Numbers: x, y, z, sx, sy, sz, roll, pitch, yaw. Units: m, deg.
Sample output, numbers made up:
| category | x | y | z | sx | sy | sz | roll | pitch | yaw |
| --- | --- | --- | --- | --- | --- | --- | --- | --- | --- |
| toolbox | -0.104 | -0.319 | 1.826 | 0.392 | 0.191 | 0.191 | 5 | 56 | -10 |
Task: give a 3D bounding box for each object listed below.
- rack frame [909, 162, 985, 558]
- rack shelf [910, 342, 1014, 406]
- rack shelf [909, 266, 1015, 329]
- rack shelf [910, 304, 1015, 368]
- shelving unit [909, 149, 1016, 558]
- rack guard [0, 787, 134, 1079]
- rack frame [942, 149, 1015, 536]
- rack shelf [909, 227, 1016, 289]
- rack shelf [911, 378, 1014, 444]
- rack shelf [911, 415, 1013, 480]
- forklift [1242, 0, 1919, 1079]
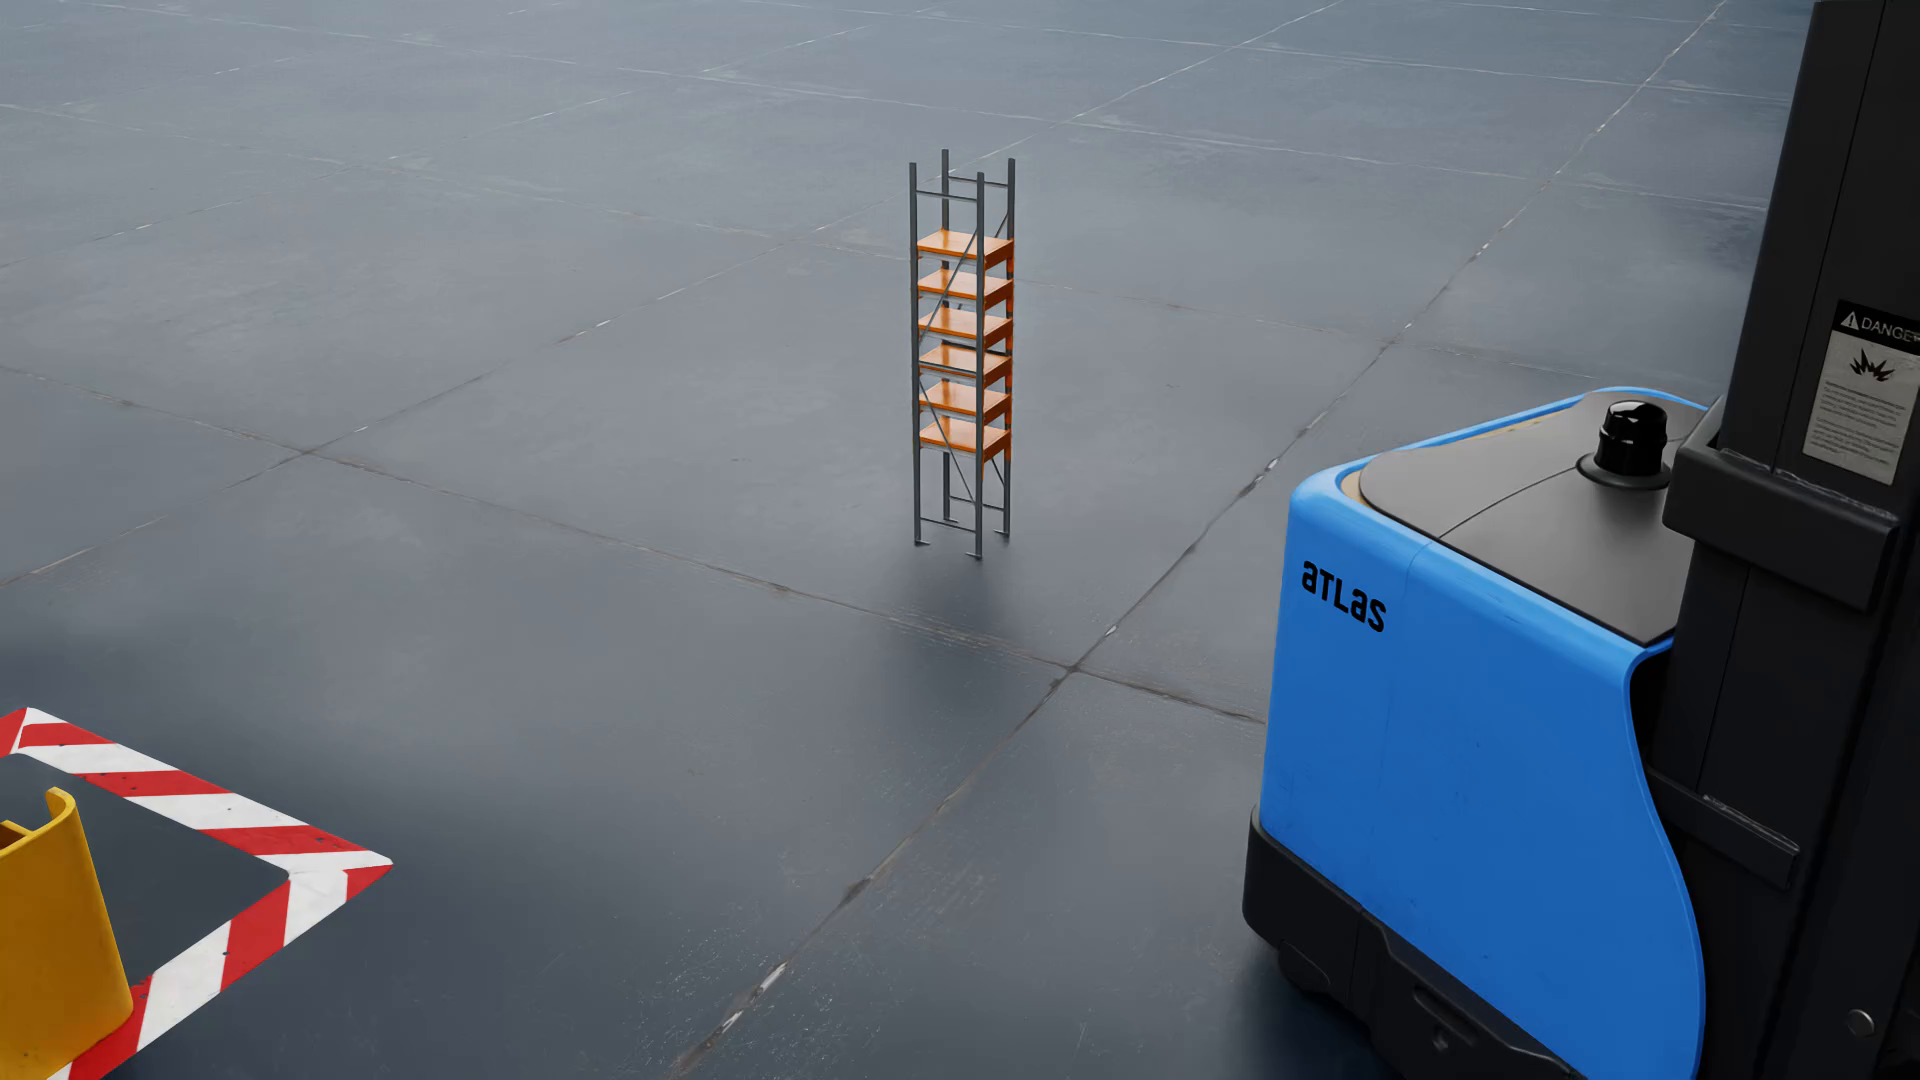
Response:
| category | x | y | z | sx | sy | sz | roll | pitch | yaw |
| --- | --- | --- | --- | --- | --- | --- | --- | --- | --- |
| rack frame | -0.038 | -0.507 | 4.921 | 0.240 | 1.200 | 0.006 | 14 | 30 | 26 |
| rack shelf | 0.007 | -0.502 | 5.013 | 0.258 | 0.103 | 0.180 | 14 | 30 | 26 |
| rack shelf | 0.007 | -0.717 | 4.905 | 0.258 | 0.103 | 0.180 | 14 | 30 | 26 |
| rack shelf | 0.007 | -0.610 | 4.959 | 0.258 | 0.103 | 0.180 | 14 | 30 | 26 |
| shelving unit | 0.007 | -0.542 | 4.993 | 0.258 | 1.200 | 0.189 | 14 | 30 | 26 |
| rack guard | -2.235 | 0.660 | 3.374 | 1.175 | 0.500 | 0.348 | 14 | 30 | 26 |
| rack frame | 0.052 | -0.578 | 5.064 | 0.240 | 1.200 | 0.006 | 14 | 30 | 26 |
| rack shelf | 0.007 | -0.824 | 4.851 | 0.258 | 0.103 | 0.180 | 14 | 30 | 26 |
| rack shelf | 0.007 | -0.395 | 5.066 | 0.258 | 0.103 | 0.180 | 14 | 30 | 26 |
| rack shelf | 0.007 | -0.288 | 5.120 | 0.258 | 0.103 | 0.180 | 14 | 30 | 26 |
| forklift | 1.806 | -0.023 | 2.021 | 1.130 | 2.935 | 3.031 | -16 | 31 | -28 |
